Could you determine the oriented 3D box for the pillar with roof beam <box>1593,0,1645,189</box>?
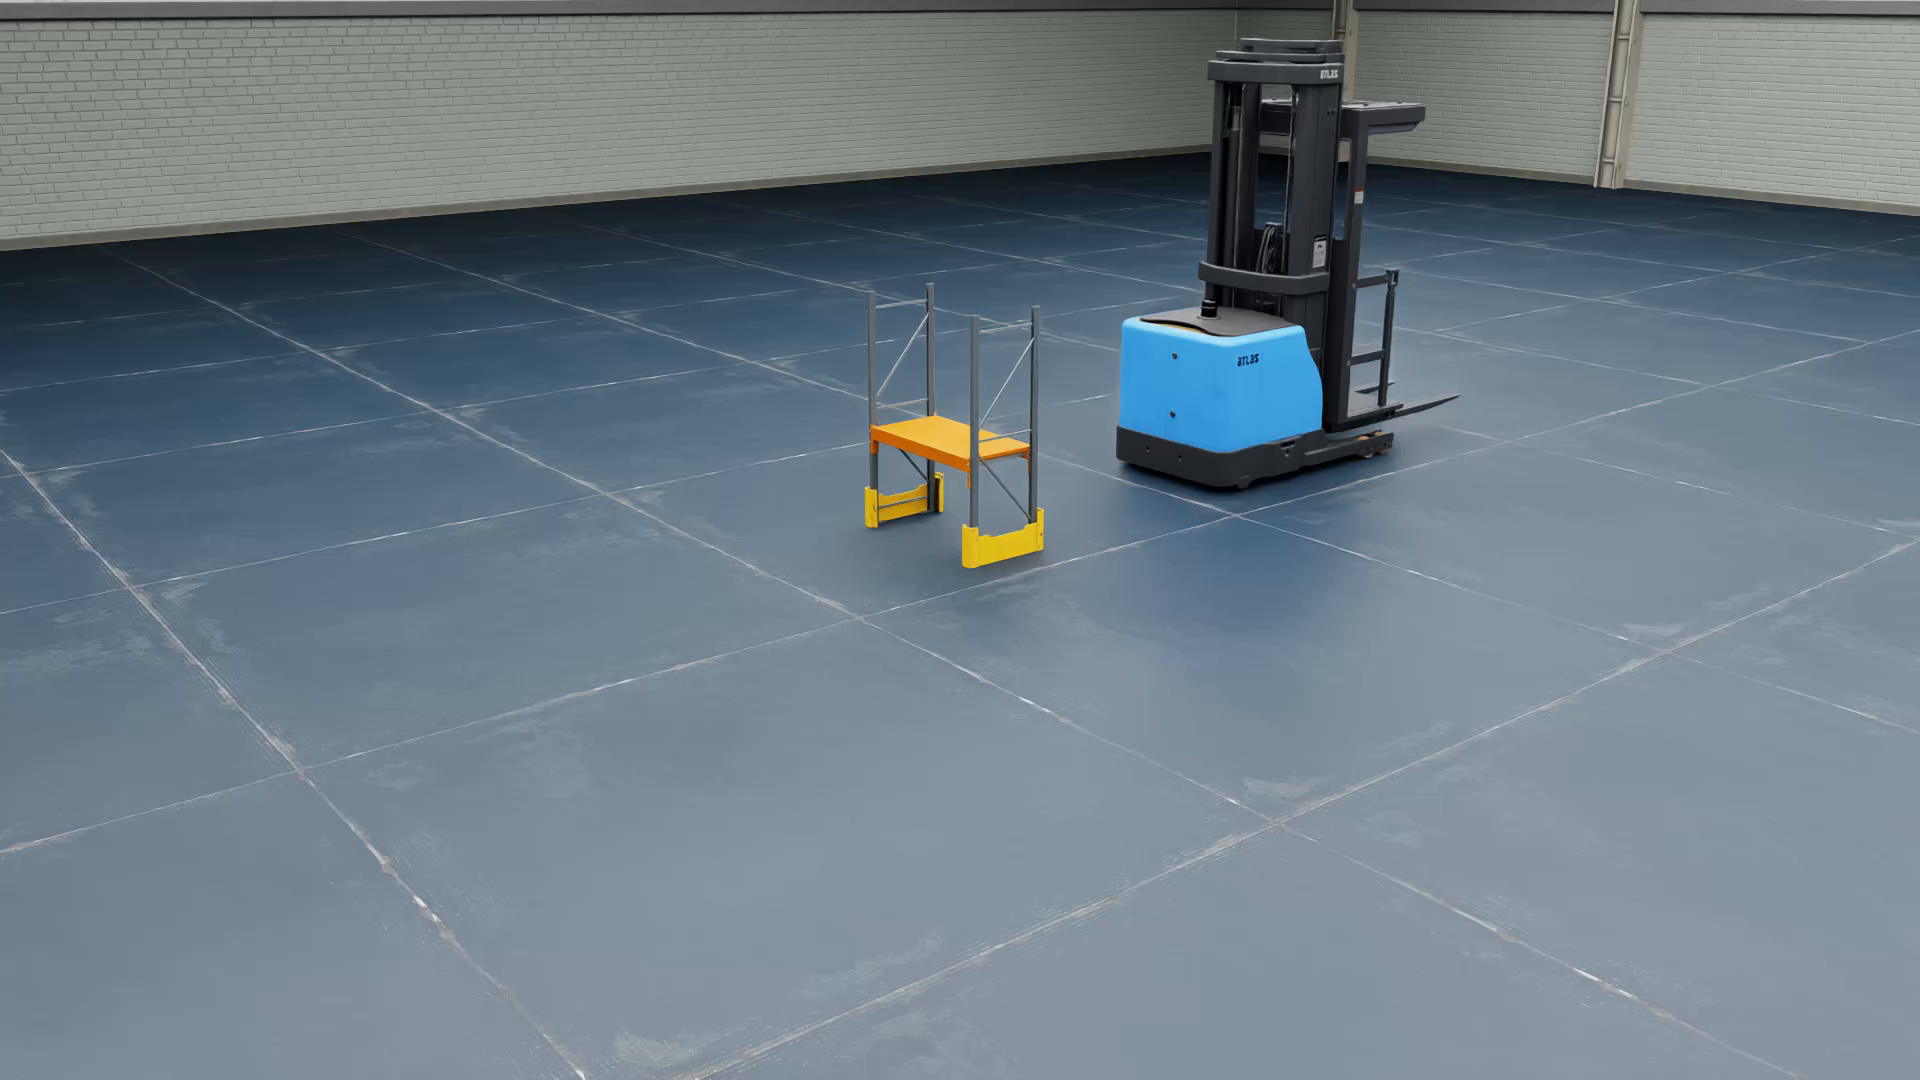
[{"bbox_3d":[7.875,-9.552,24.895,9.100,9.000,0.400,-14,23,-36],"label":"pillar with roof beam"}]

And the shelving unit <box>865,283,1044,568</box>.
[{"bbox_3d":[-0.047,-0.731,10.183,0.587,1.500,1.083,-14,23,-36],"label":"shelving unit"}]

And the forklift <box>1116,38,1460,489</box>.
[{"bbox_3d":[2.570,-2.098,12.035,3.031,2.935,1.130,-15,23,-38],"label":"forklift"}]

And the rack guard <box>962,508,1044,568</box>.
[{"bbox_3d":[0.262,-0.015,10.009,0.587,0.250,0.087,-14,23,-36],"label":"rack guard"}]

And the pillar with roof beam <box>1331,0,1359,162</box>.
[{"bbox_3d":[4.149,-11.031,29.360,9.100,9.000,0.400,-14,23,-36],"label":"pillar with roof beam"}]

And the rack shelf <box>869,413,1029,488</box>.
[{"bbox_3d":[-0.053,-0.562,10.247,0.538,0.185,1.000,-14,23,-36],"label":"rack shelf"}]

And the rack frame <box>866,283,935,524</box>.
[{"bbox_3d":[-0.369,-0.858,10.569,0.500,1.500,0.032,-14,23,-36],"label":"rack frame"}]

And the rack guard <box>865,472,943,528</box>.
[{"bbox_3d":[-0.357,-0.260,10.751,0.587,0.250,0.087,-14,23,-36],"label":"rack guard"}]

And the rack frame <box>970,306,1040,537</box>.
[{"bbox_3d":[0.263,-0.608,9.812,0.500,1.500,0.032,-14,23,-36],"label":"rack frame"}]
